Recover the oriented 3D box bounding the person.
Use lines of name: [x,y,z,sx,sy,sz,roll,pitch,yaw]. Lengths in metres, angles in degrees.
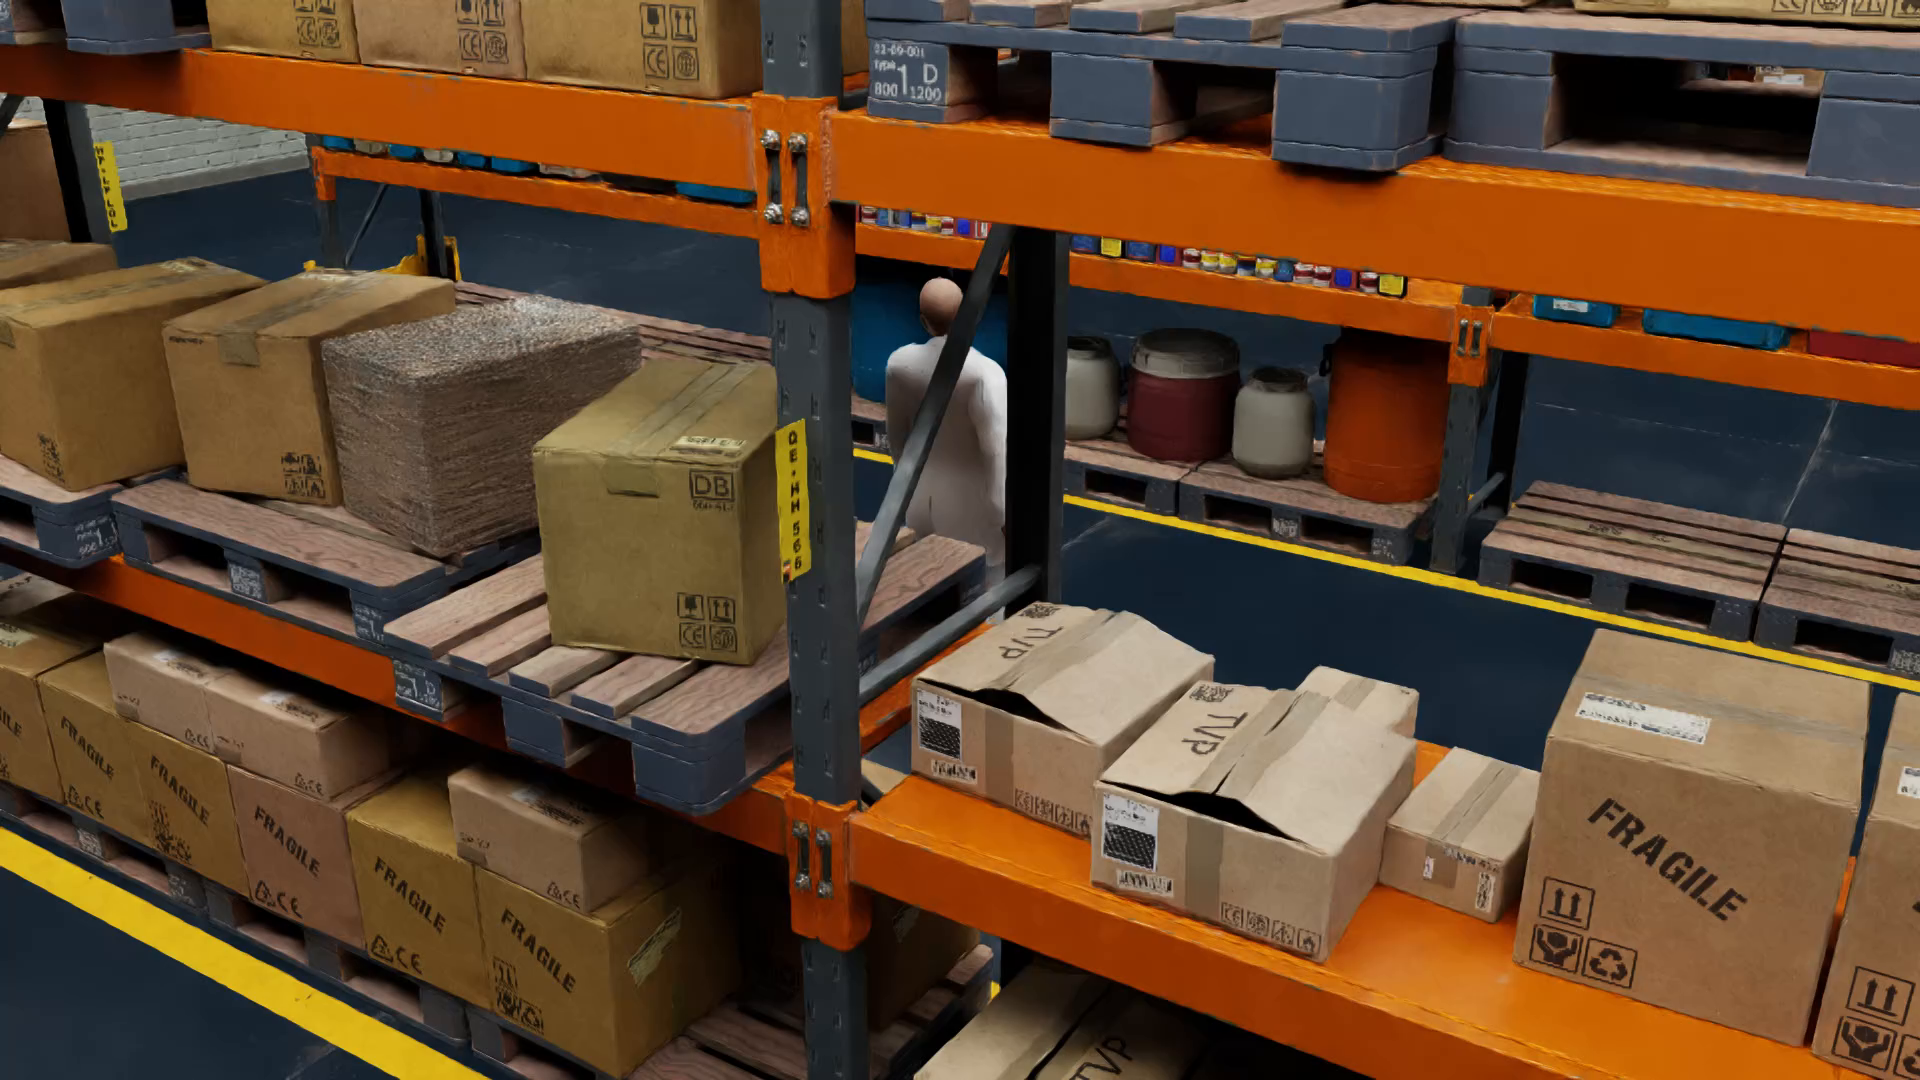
person: [-0.004,-0.107,6.366,0.787,1.775,0.666,16,28,34]
